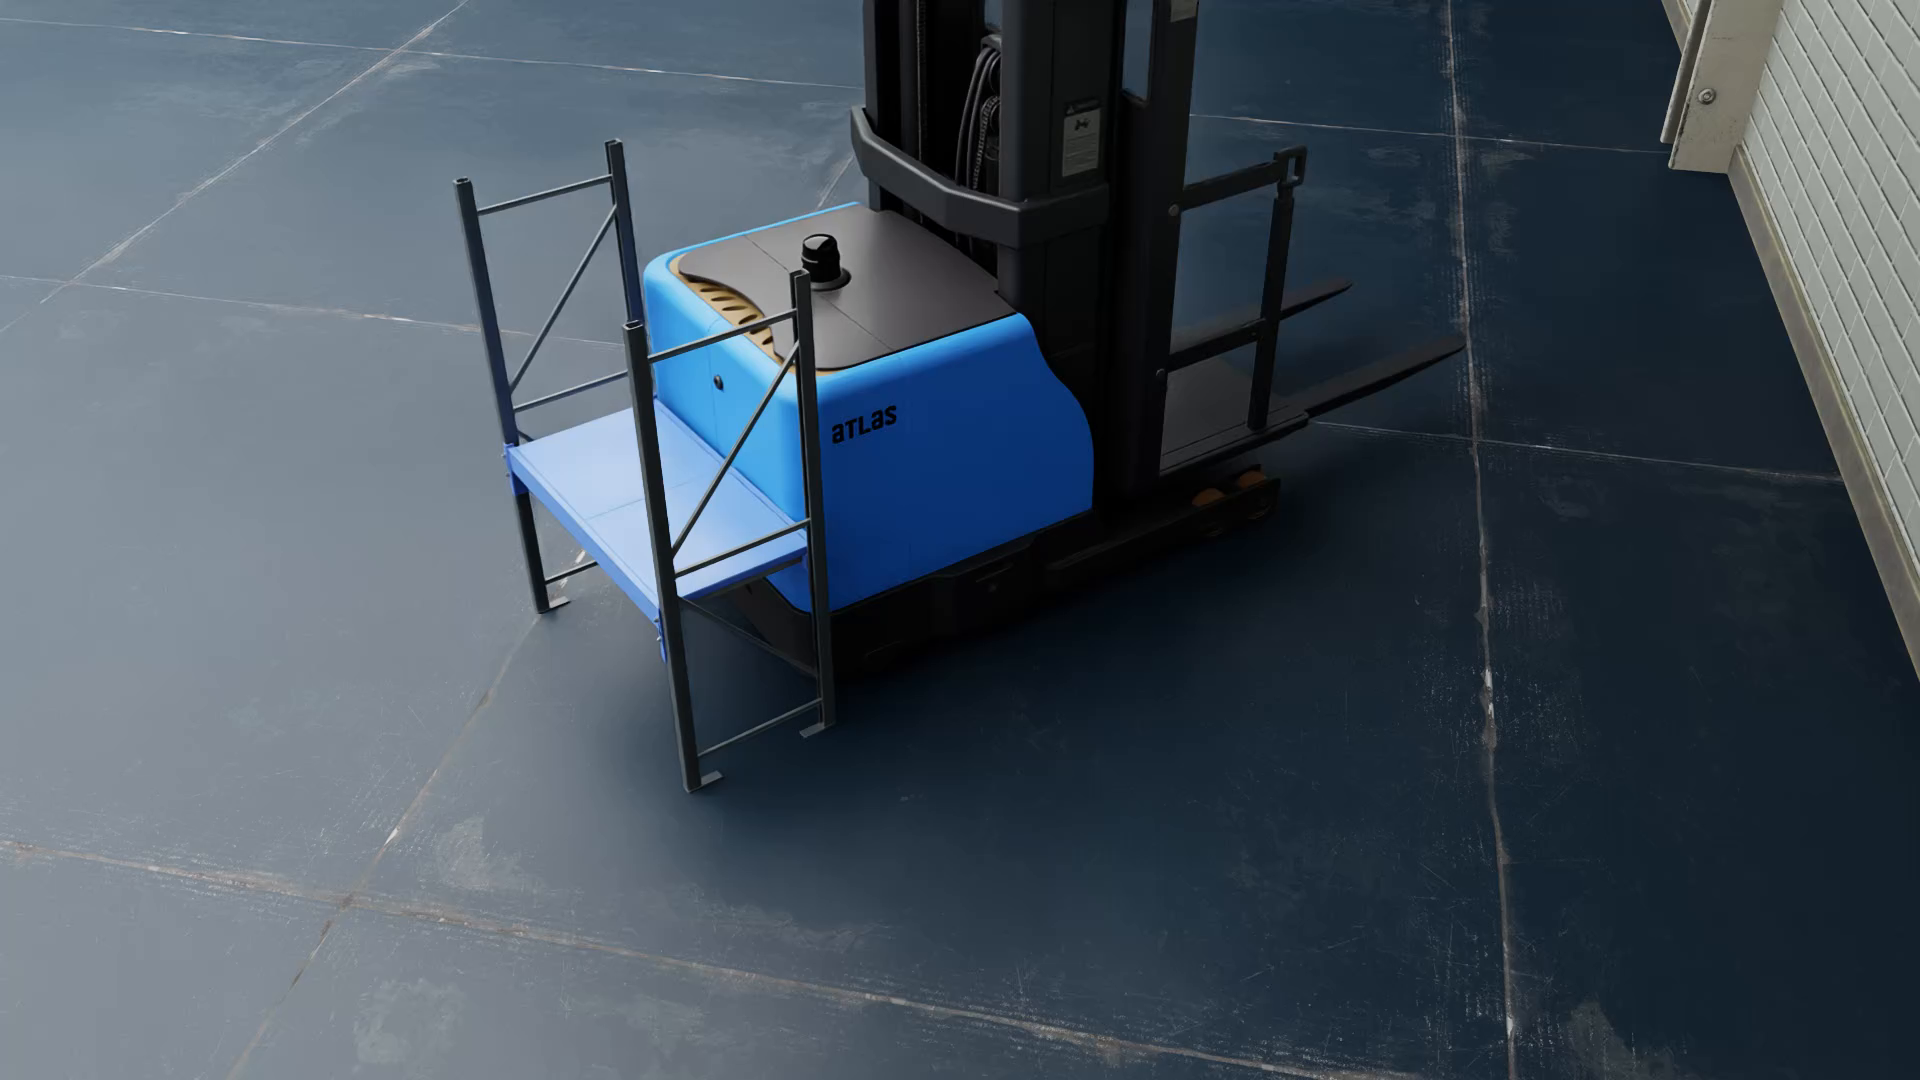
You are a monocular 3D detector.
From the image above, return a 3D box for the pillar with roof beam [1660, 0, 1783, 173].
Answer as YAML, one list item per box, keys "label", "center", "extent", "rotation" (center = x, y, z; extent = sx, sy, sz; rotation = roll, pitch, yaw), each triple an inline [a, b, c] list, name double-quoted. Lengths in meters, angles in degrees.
- label: "pillar with roof beam"
  center: [-0.466, -6.134, 6.545]
  extent: [9.100, 9.000, 0.400]
  rotation: [7, 37, 10]

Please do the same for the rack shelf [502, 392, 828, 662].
- label: "rack shelf"
  center: [-0.881, -0.070, 4.875]
  extent: [0.538, 0.185, 1.000]
  rotation: [-23, 42, -28]

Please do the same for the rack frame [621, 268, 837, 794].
- label: "rack frame"
  center: [-0.581, 0.026, 4.437]
  extent: [0.500, 1.500, 0.032]
  rotation: [-23, 42, -28]

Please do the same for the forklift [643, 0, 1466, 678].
- label: "forklift"
  center: [0.516, -1.434, 5.231]
  extent: [3.031, 2.935, 1.130]
  rotation: [-22, 41, -27]

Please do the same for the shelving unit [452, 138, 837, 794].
- label: "shelving unit"
  center: [-0.881, -0.216, 4.769]
  extent: [0.538, 1.500, 1.048]
  rotation: [-23, 42, -28]

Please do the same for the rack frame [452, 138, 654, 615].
- label: "rack frame"
  center: [-1.180, -0.457, 5.102]
  extent: [0.500, 1.500, 0.032]
  rotation: [-23, 42, -28]
